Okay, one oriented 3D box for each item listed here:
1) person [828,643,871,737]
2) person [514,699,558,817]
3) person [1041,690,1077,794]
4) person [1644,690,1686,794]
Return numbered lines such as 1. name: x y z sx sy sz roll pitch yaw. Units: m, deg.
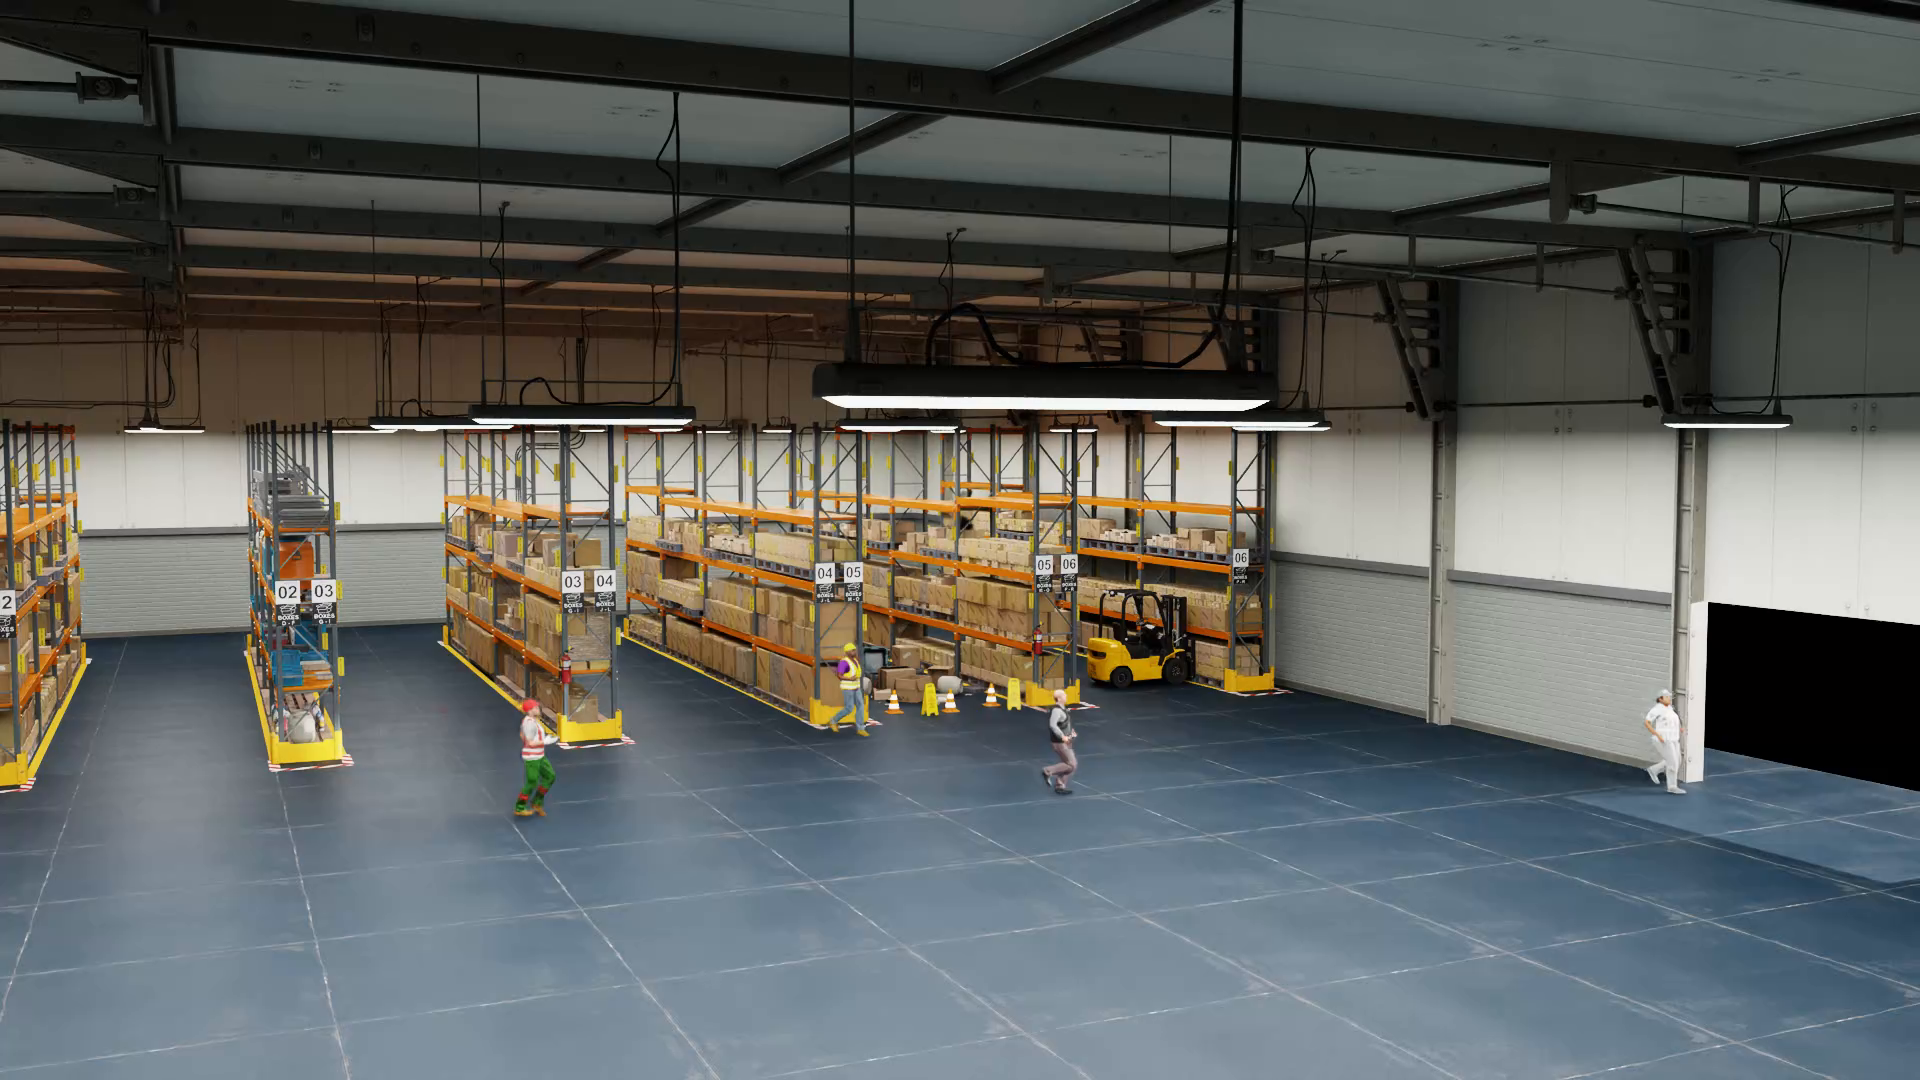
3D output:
1. person: -2.118 2.856 31.714 0.852 1.789 0.718 1 4 21
2. person: -6.334 3.278 24.882 0.680 1.809 0.635 0 4 -4
3. person: 1.583 3.227 26.606 0.583 1.679 0.665 0 4 3
4. person: 11.393 3.232 26.800 0.622 1.630 0.733 -3 4 -37
